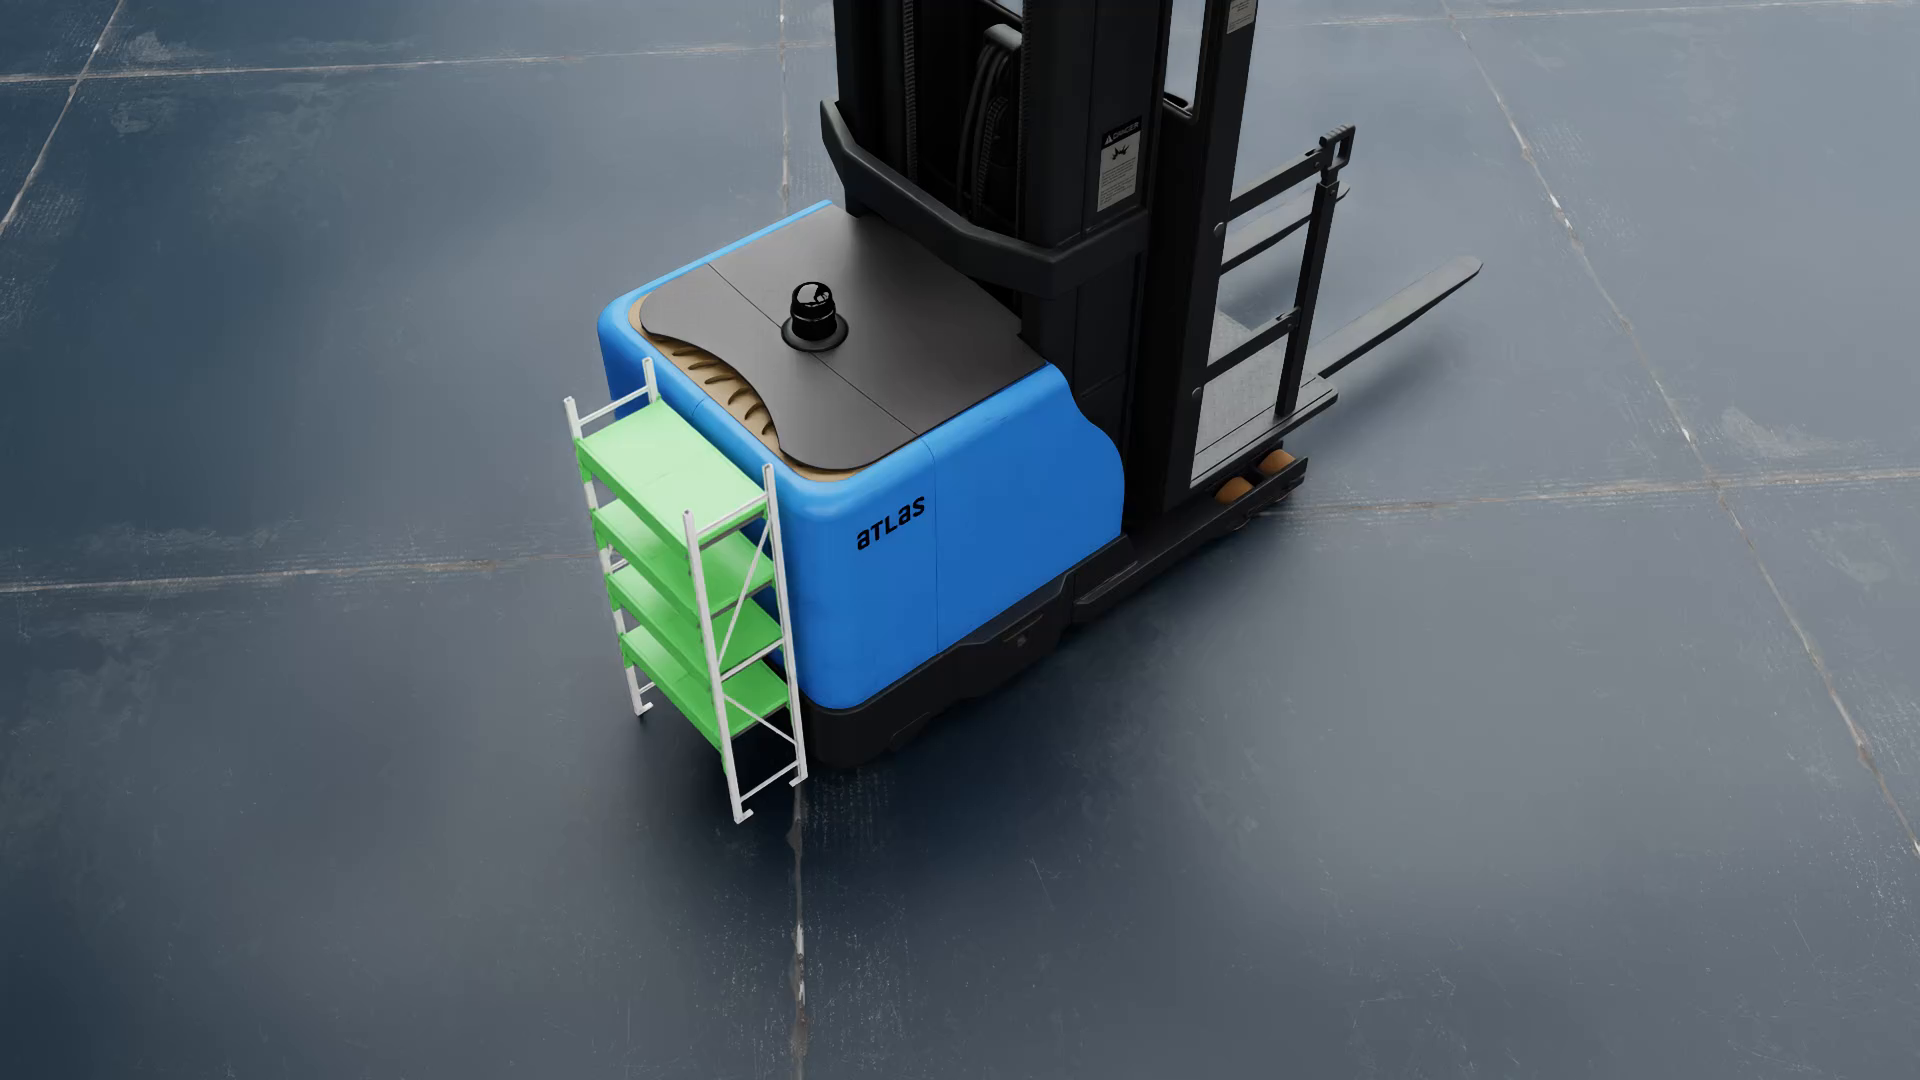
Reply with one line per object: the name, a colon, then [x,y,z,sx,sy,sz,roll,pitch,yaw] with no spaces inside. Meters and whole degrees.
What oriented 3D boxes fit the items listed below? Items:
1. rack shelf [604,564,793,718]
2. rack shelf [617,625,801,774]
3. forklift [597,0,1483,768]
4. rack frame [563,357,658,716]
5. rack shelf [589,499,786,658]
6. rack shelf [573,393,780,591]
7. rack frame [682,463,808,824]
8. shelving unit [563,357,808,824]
rack shelf: [-0.678,0.209,4.313,0.258,0.148,0.480,-32,54,-27]
rack shelf: [-0.678,0.374,4.488,0.258,0.148,0.480,-32,54,-27]
forklift: [0.480,-1.305,4.467,3.031,2.935,1.130,-32,54,-26]
rack frame: [-0.838,0.031,4.394,0.240,1.200,0.015,-32,54,-27]
rack shelf: [-0.678,0.044,4.139,0.258,0.148,0.480,-32,54,-27]
rack shelf: [-0.677,-0.122,3.965,0.258,0.148,0.480,-32,54,-27]
rack frame: [-0.518,0.299,4.140,0.240,1.200,0.015,-32,54,-27]
shelving unit: [-0.678,0.165,4.267,0.258,1.200,0.503,-32,54,-27]
